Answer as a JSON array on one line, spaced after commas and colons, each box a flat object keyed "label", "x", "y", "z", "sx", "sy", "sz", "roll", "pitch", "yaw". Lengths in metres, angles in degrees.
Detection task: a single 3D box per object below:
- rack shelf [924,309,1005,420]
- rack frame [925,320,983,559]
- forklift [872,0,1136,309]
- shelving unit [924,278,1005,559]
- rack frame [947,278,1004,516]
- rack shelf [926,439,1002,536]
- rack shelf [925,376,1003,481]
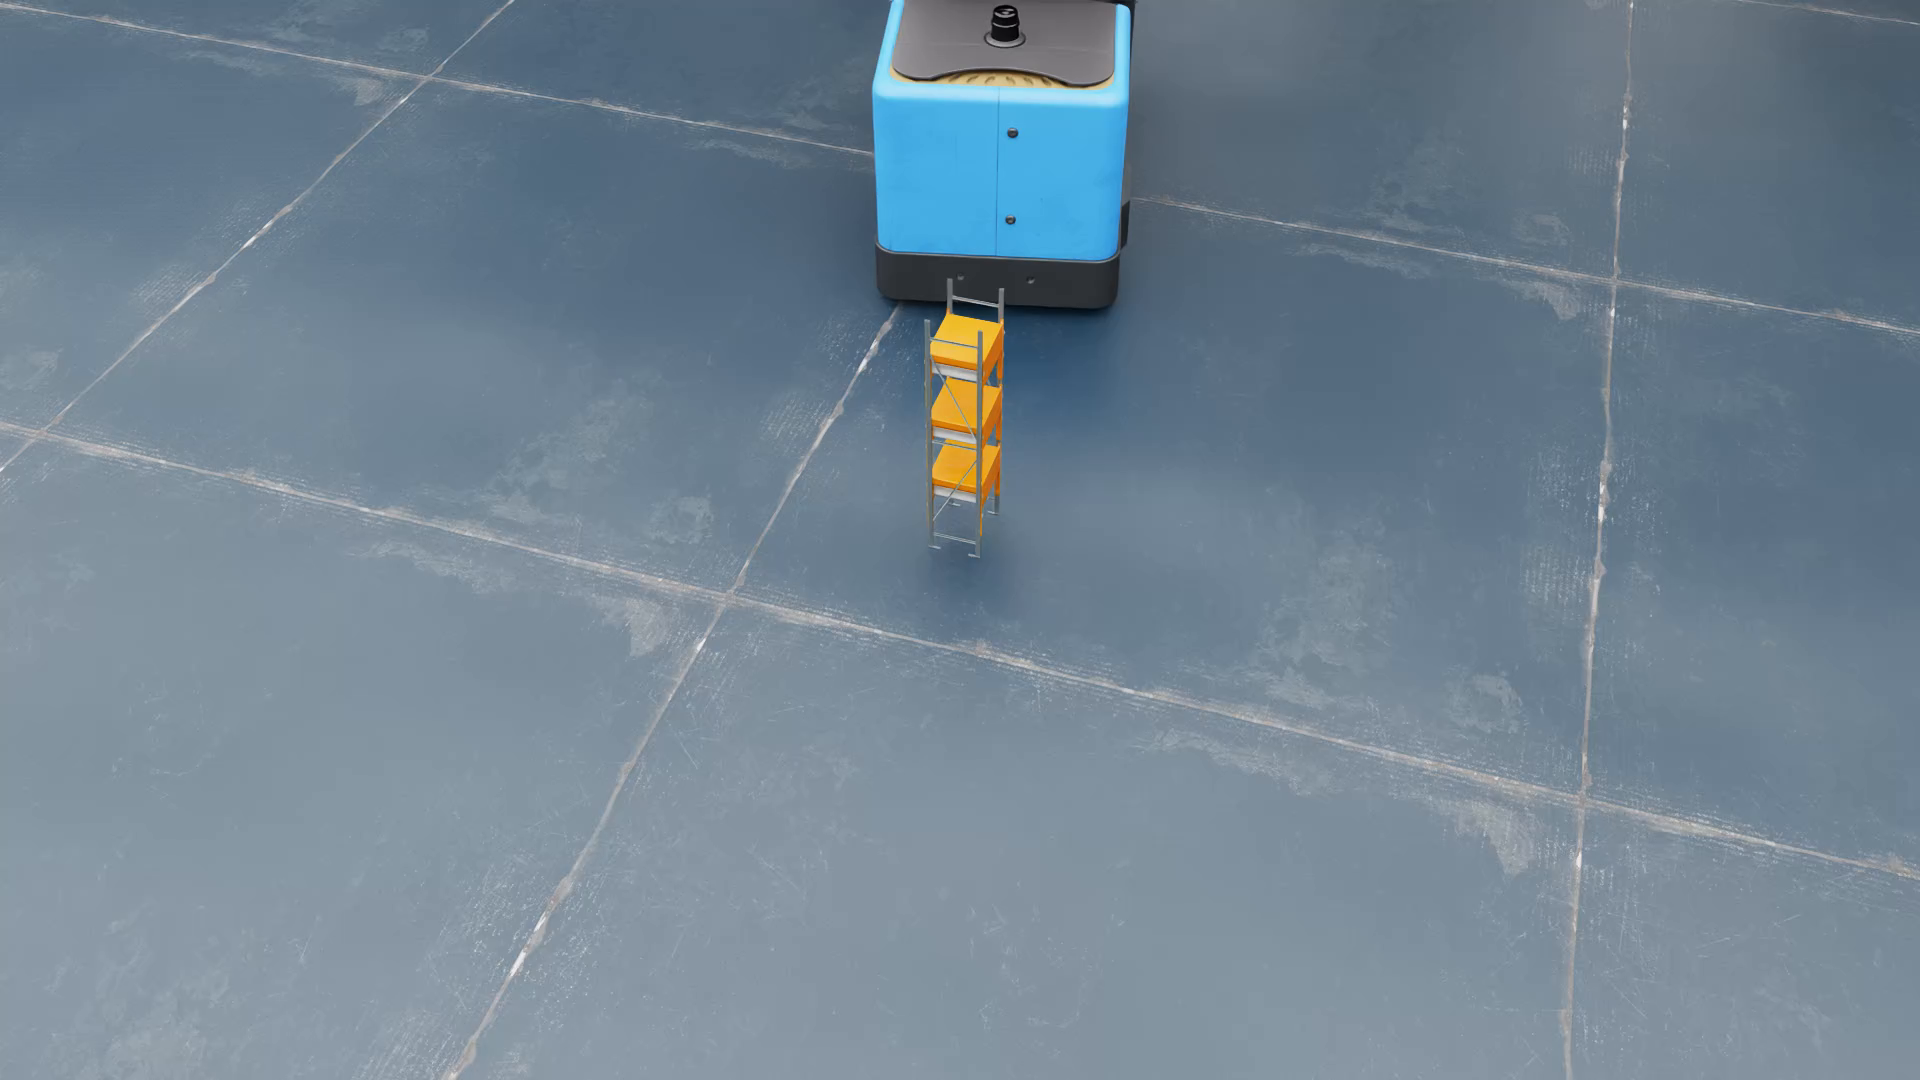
[{"label": "rack shelf", "x": 0.016, "y": -0.606, "z": 5.728, "sx": 0.215, "sy": 0.259, "sz": 0.240, "roll": 13, "pitch": 46, "yaw": 12}, {"label": "rack frame", "x": -0.021, "y": -0.330, "z": 5.836, "sx": 0.200, "sy": 1.050, "sz": 0.008, "roll": 13, "pitch": 46, "yaw": 12}, {"label": "forklift", "x": 0.272, "y": -3.071, "z": 7.292, "sx": 1.130, "sy": 2.935, "sz": 3.031, "roll": 3, "pitch": 44, "yaw": 3}, {"label": "shelving unit", "x": 0.016, "y": -0.411, "z": 5.919, "sx": 0.215, "sy": 1.050, "sz": 0.252, "roll": 13, "pitch": 46, "yaw": 12}, {"label": "rack frame", "x": 0.053, "y": -0.492, "z": 6.002, "sx": 0.200, "sy": 1.050, "sz": 0.008, "roll": 13, "pitch": 46, "yaw": 12}, {"label": "rack shelf", "x": 0.016, "y": -0.205, "z": 6.121, "sx": 0.215, "sy": 0.259, "sz": 0.240, "roll": 13, "pitch": 46, "yaw": 12}, {"label": "rack shelf", "x": 0.016, "y": -0.403, "z": 5.927, "sx": 0.215, "sy": 0.259, "sz": 0.240, "roll": 13, "pitch": 46, "yaw": 12}]
